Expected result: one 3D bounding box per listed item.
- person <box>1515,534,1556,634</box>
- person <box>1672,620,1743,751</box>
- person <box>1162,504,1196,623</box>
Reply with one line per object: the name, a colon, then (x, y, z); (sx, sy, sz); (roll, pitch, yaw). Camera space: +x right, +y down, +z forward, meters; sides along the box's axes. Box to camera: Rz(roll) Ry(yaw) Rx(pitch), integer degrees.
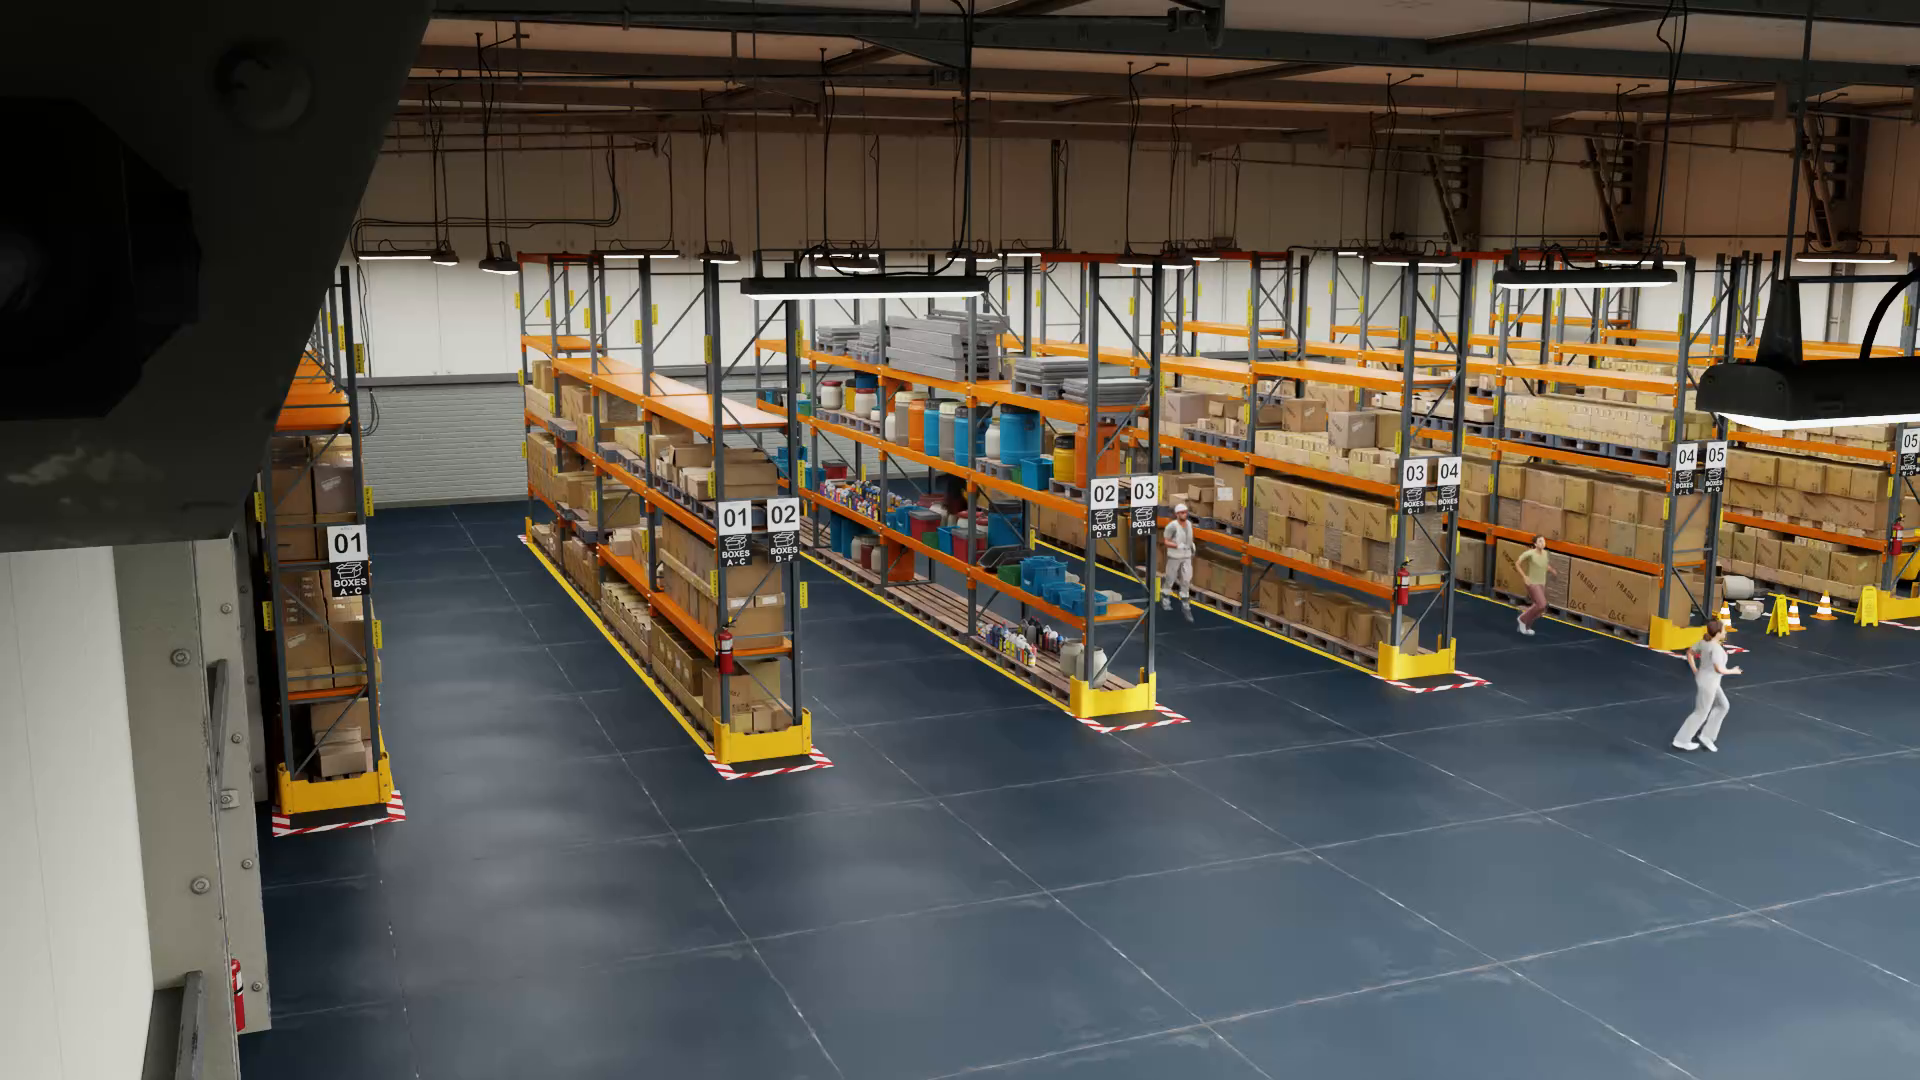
person: (9.217, 0.720, 26.541); (0.561, 1.629, 0.573); (-6, 12, -28)
person: (9.231, 1.822, 20.517); (0.746, 1.700, 0.517); (2, 11, 10)
person: (3.542, 0.358, 26.681); (0.680, 1.914, 0.743); (-5, 12, -26)
